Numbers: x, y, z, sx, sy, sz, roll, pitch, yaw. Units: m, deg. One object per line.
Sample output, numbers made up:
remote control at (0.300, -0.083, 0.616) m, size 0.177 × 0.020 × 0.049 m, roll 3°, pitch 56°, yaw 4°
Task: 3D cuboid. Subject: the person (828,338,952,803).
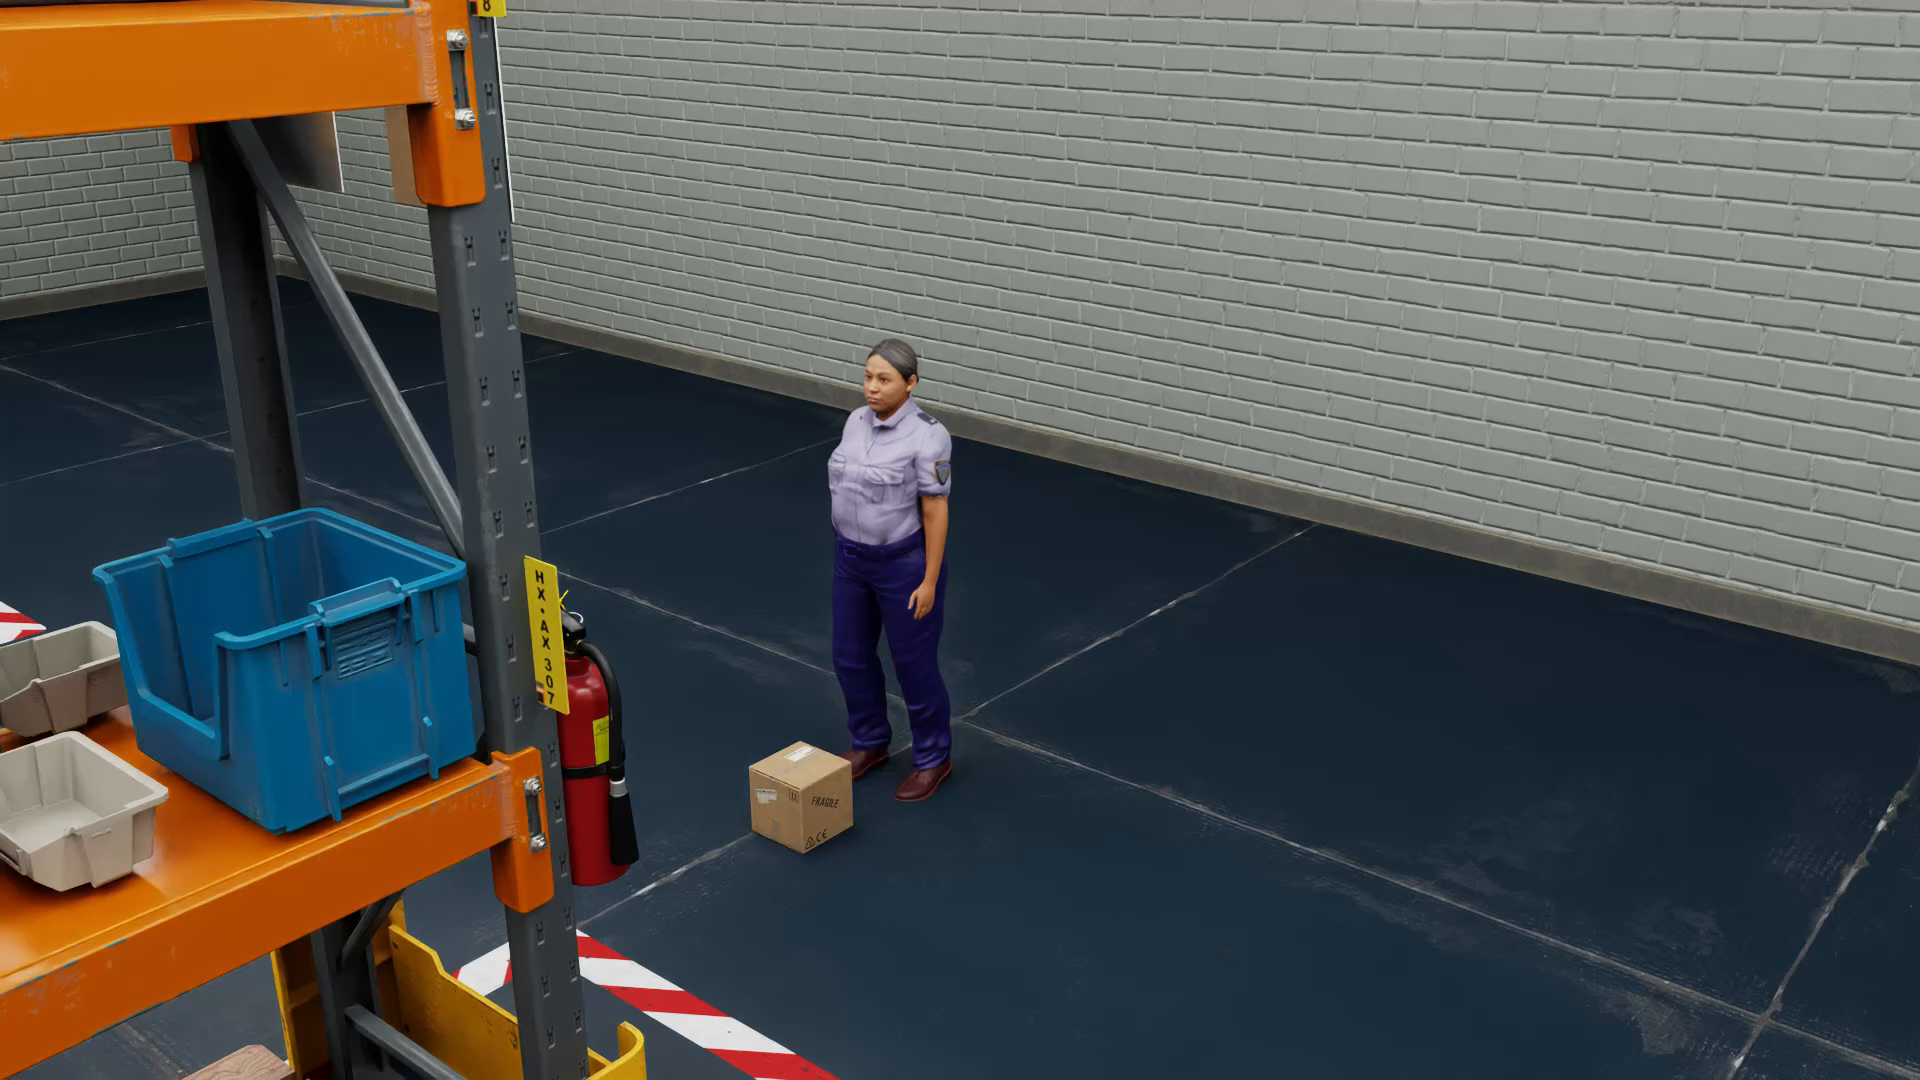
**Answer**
person at (-0.247, 0.116, 5.813) m, size 0.465 × 1.654 × 0.359 m, roll 17°, pitch 26°, yaw 38°
